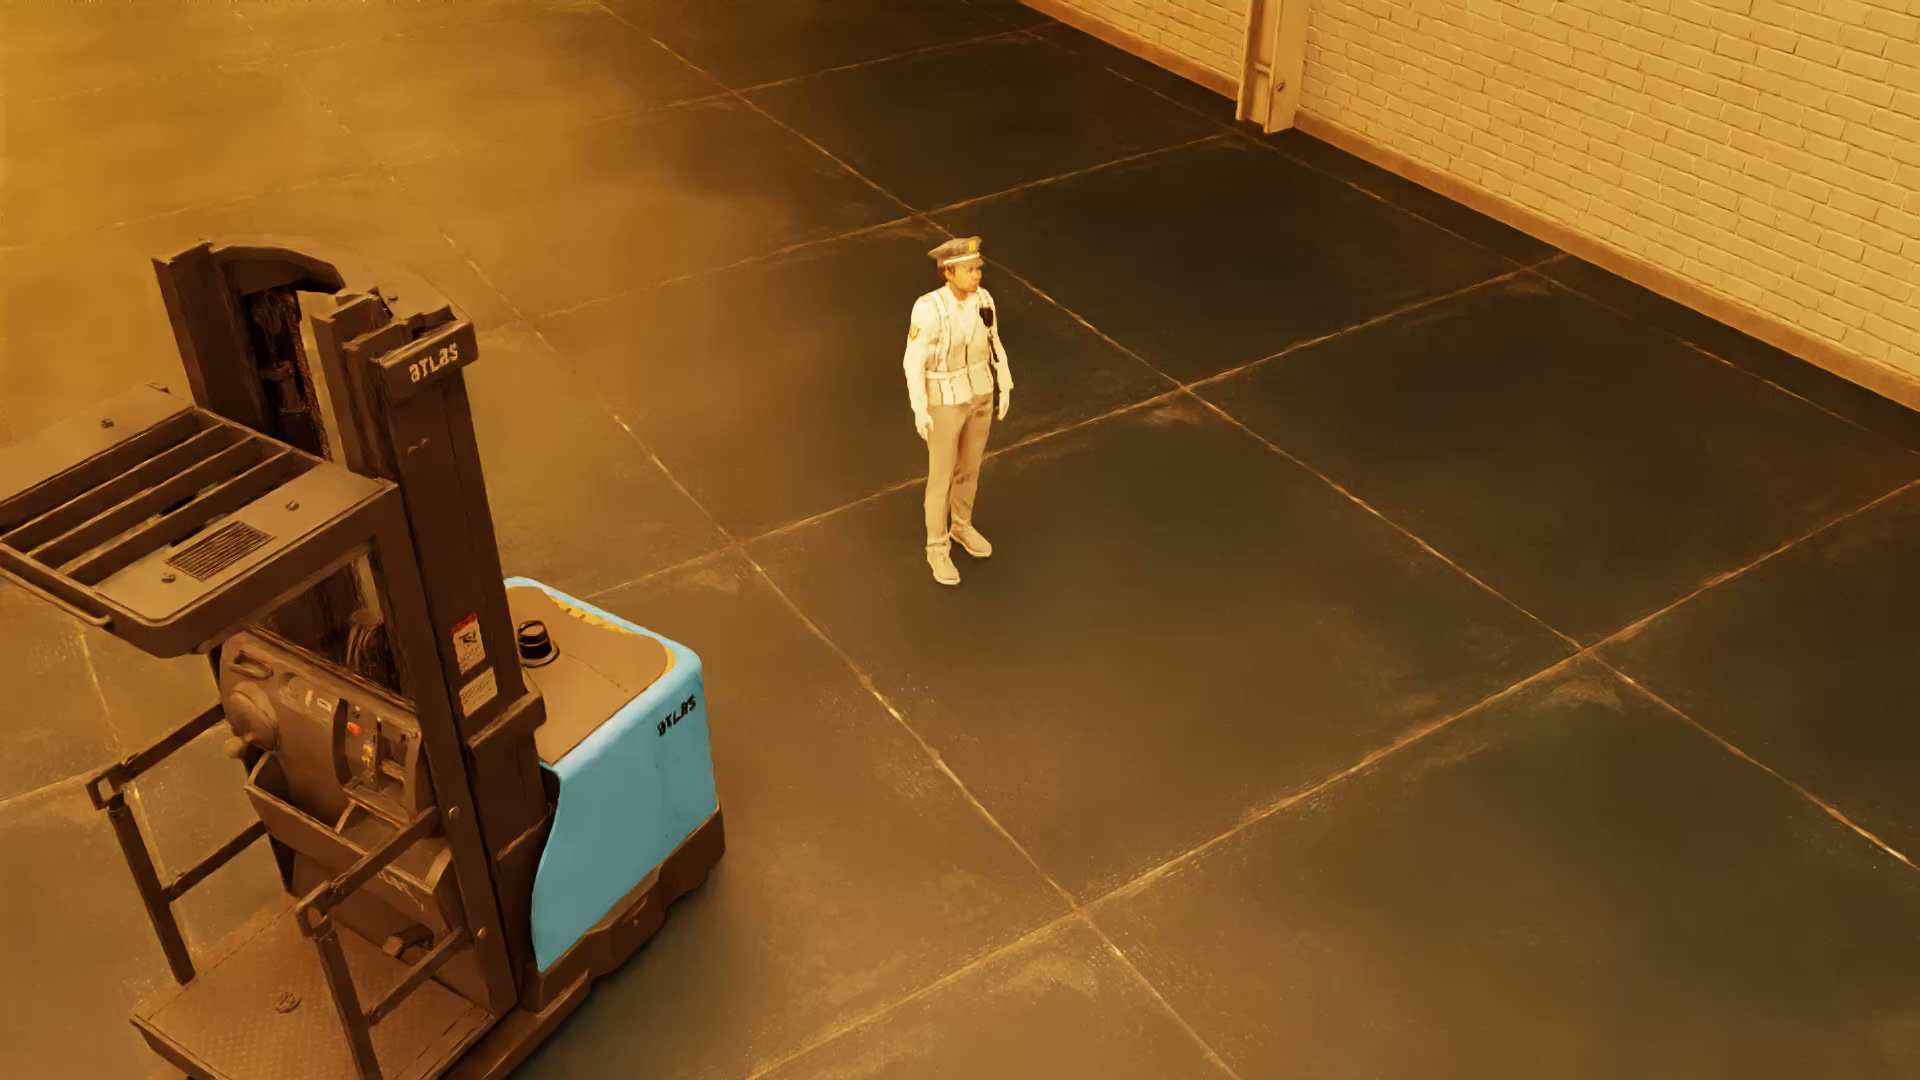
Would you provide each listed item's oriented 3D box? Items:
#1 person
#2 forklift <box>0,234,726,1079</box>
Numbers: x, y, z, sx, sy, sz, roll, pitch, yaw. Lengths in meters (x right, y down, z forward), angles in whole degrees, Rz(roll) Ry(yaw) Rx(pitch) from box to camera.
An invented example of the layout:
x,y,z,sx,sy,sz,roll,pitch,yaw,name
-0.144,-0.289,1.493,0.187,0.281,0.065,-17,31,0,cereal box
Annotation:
x,y,z,sx,sy,sz,roll,pitch,yaw,name
0.031,-0.665,8.156,0.586,1.695,0.532,-21,40,-27,person
-2.170,0.667,5.198,1.130,2.935,3.031,20,40,26,forklift
